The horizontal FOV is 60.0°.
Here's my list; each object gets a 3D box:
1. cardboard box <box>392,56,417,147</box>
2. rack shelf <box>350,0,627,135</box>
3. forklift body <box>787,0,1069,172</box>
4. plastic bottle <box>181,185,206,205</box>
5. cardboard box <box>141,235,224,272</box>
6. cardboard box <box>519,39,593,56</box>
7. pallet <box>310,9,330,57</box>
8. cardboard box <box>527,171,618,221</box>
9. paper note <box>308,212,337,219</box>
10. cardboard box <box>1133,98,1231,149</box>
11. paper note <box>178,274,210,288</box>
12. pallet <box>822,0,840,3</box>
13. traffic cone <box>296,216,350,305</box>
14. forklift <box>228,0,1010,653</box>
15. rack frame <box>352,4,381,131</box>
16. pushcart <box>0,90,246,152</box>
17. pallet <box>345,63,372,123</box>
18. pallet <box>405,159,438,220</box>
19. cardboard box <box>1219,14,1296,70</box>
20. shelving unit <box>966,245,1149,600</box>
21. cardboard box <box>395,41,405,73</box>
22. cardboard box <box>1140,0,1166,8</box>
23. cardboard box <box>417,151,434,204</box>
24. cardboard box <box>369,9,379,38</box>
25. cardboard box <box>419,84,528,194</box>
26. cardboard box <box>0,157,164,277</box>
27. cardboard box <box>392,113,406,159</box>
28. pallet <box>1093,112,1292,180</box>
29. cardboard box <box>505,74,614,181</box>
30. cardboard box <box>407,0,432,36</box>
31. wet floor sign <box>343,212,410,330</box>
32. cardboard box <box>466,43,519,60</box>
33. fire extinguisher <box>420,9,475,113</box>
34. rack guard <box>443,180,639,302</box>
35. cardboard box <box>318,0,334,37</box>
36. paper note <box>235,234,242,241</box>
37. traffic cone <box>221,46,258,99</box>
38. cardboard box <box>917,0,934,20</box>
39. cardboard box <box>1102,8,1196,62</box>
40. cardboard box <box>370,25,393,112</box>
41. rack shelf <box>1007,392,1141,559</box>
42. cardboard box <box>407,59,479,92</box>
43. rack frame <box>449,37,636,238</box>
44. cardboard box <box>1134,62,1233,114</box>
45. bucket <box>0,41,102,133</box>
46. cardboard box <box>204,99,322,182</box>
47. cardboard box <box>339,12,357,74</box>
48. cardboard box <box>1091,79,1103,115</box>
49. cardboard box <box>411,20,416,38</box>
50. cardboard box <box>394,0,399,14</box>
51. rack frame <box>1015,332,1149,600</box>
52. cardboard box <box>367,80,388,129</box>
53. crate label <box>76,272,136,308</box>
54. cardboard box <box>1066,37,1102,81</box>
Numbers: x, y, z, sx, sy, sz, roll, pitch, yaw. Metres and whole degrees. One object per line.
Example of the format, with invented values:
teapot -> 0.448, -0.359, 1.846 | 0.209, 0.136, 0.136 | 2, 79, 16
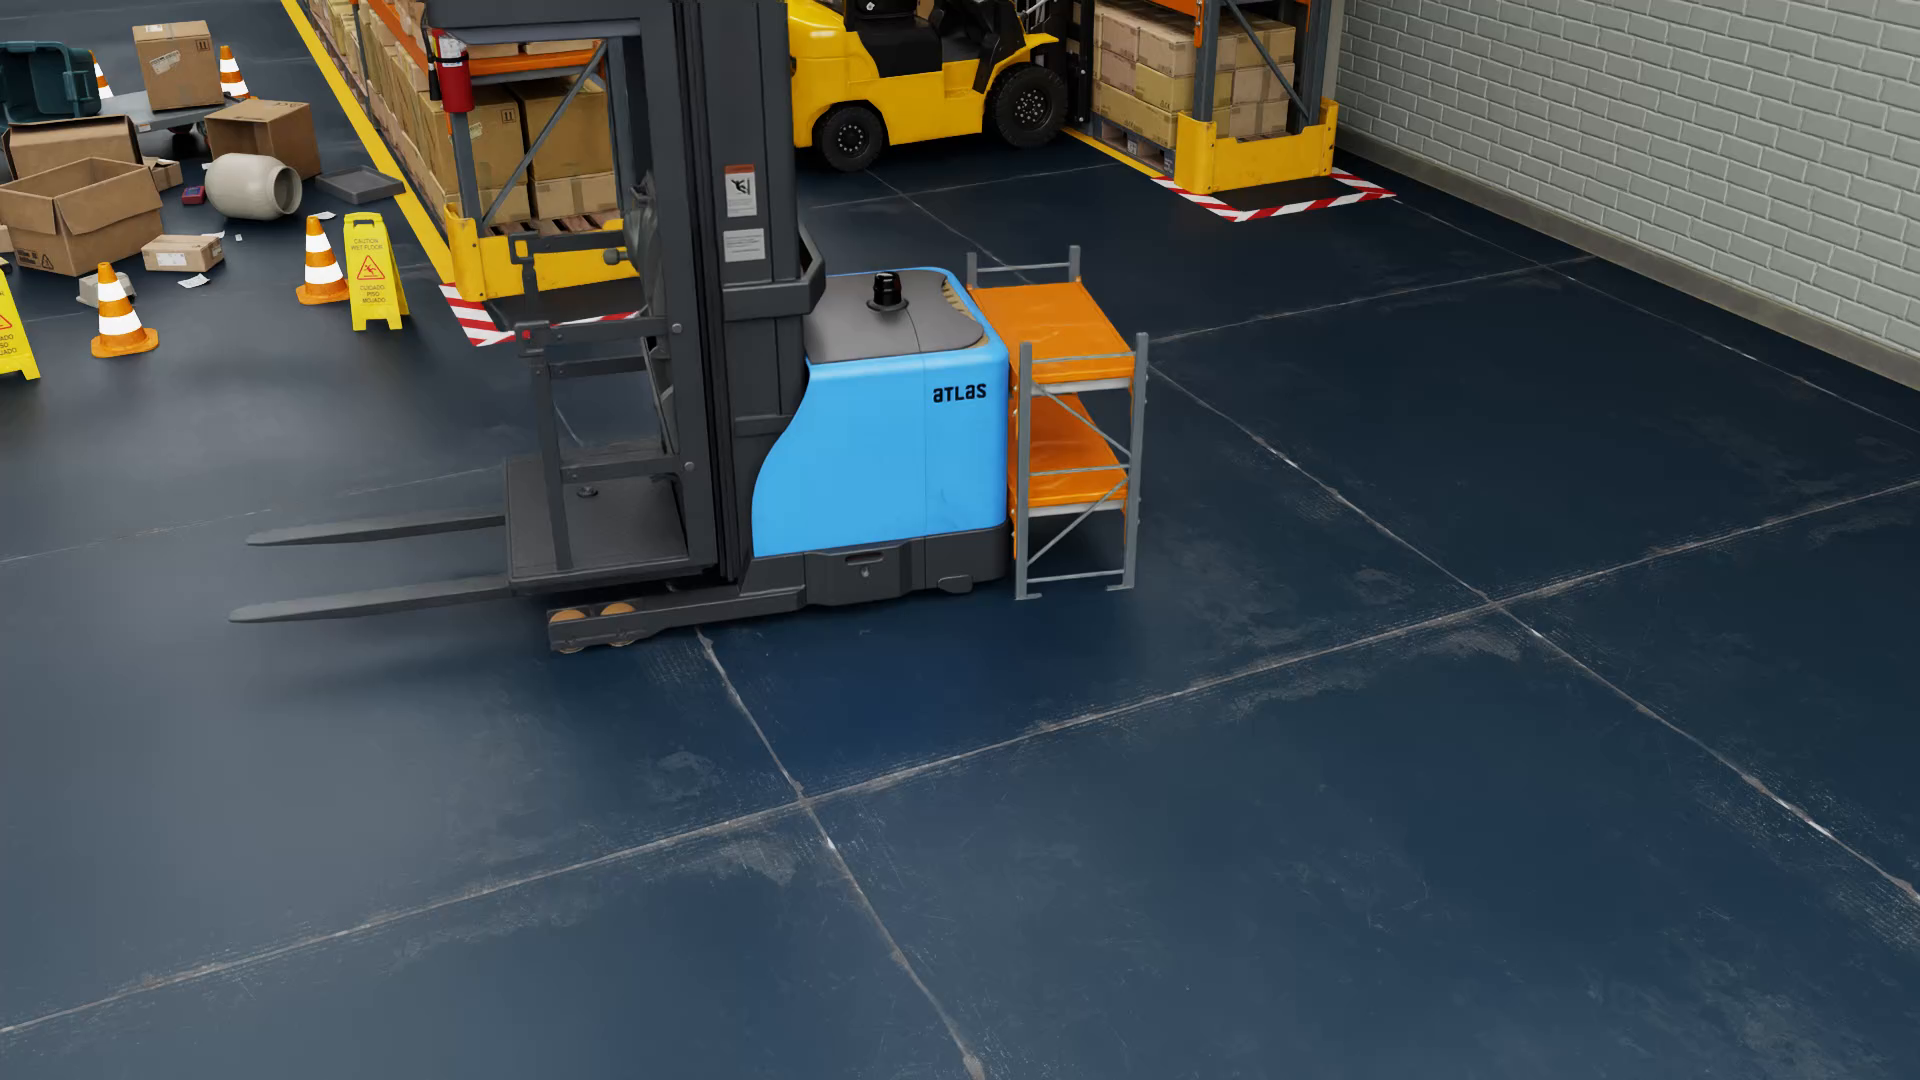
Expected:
cardboard box -> -3.419, -2.919, 11.005 | 0.500, 0.500, 0.500 | -14, 32, -23
rack shelf -> -3.261, -3.425, 11.026 | 1.077, 0.370, 4.000 | -13, 32, -22
forklift body -> -0.382, -3.983, 12.155 | 2.313, 2.155, 1.214 | -13, 32, -22
plastic bottle -> -5.259, -2.377, 11.426 | 0.133, 0.061, 0.283 | -8, 30, -13
cardboard box -> -4.789, -1.766, 10.248 | 0.380, 0.149, 0.250 | 2, 29, 4
cardboard box -> -2.361, -2.939, 9.681 | 0.380, 0.149, 0.250 | -13, 32, -22
pallet -> -5.502, -4.827, 15.643 | 1.003, 0.211, 1.213 | -13, 32, -22
cardboard box -> -2.499, -2.253, 10.584 | 0.500, 0.250, 0.500 | -13, 32, -22
paper note -> -4.247, -2.166, 11.081 | 0.148, 0.019, 0.142 | 26, 38, 38
cardboard box -> 1.592, -3.024, 11.958 | 0.500, 0.250, 0.500 | -13, 32, -22
paper note -> -4.606, -1.560, 10.000 | 0.142, 0.019, 0.148 | 26, 38, 38
pallet -> -1.037, -5.845, 17.457 | 1.003, 0.211, 1.213 | -13, 32, -22
traffic cone -> -3.752, -1.668, 9.751 | 0.336, 0.463, 0.334 | -13, 32, -22
forklift -> -1.370, -1.125, 6.259 | 3.031, 2.935, 1.130 | -7, 30, -13
rack frame -> -4.119, -4.622, 12.426 | 1.000, 3.000, 0.127 | -13, 32, -22
pushcart -> -6.157, -2.978, 12.174 | 0.936, 0.377, 1.648 | 26, 38, 38
pallet -> -4.455, -3.749, 13.721 | 1.003, 0.211, 1.213 | -13, 32, -22
pallet -> -3.271, -2.577, 11.630 | 1.003, 0.211, 1.213 | -13, 32, -22
cardboard box -> 2.044, -3.571, 11.911 | 0.500, 0.250, 0.500 | -14, 32, -23
shelving unit -> 0.374, -0.519, 7.025 | 0.538, 1.125, 1.048 | -6, 30, -10
cardboard box -> -3.416, -3.125, 10.708 | 0.380, 0.149, 0.250 | -12, 31, -20
cardboard box -> 1.621, -4.014, 12.701 | 0.500, 0.250, 0.500 | -13, 32, -22
cardboard box -> -3.207, -2.370, 10.792 | 0.500, 0.250, 0.500 | -13, 32, -22
cardboard box -> -3.888, -3.604, 11.563 | 0.380, 0.149, 0.250 | -12, 31, -20
cardboard box -> -2.982, -2.465, 10.195 | 0.500, 0.500, 0.500 | -13, 32, -22
cardboard box -> -5.443, -2.011, 10.321 | 0.637, 0.503, 0.797 | 13, 32, 21
cardboard box -> -3.640, -2.821, 11.597 | 0.500, 0.250, 0.500 | -14, 32, -23
pallet -> 1.713, -3.012, 12.405 | 1.003, 0.211, 1.213 | -13, 32, -22
cardboard box -> -2.509, -2.591, 10.419 | 0.500, 0.500, 0.500 | -14, 32, -24
cardboard box -> -2.884, -3.210, 9.502 | 0.500, 0.500, 0.500 | -14, 32, -23
wet floor sign -> -3.287, -1.520, 9.300 | 0.267, 0.644, 0.232 | -3, 29, -5
cardboard box -> -2.756, -2.866, 9.551 | 0.380, 0.149, 0.250 | -12, 31, -20
fire extinguisher -> -2.769, -2.674, 9.031 | 0.296, 0.674, 0.183 | -13, 32, -22
rack guard -> -2.435, -1.798, 9.946 | 1.175, 0.500, 0.348 | -13, 32, -22
cardboard box -> -5.279, -4.850, 15.090 | 0.950, 0.372, 0.625 | -14, 32, -23
paper note -> -4.649, -1.949, 10.716 | 0.032, 0.001, 0.123 | -13, 32, -22
traffic cone -> -5.916, -3.769, 13.499 | 0.336, 0.463, 0.334 | -13, 32, -22
cardboard box -> 0.128, -5.041, 15.172 | 0.875, 0.625, 0.625 | -12, 31, -20
cardboard box -> 1.375, -3.681, 12.108 | 0.500, 0.250, 0.500 | -12, 32, -21
cardboard box -> -3.869, -3.382, 11.829 | 0.500, 0.500, 0.500 | -12, 31, -20
rack shelf -> 0.374, -0.305, 7.144 | 0.538, 0.278, 1.000 | -6, 30, -10
cardboard box -> -3.200, -2.896, 10.300 | 0.380, 0.149, 0.250 | -12, 31, -21
rack frame -> -2.402, -2.855, 9.275 | 1.000, 3.000, 0.127 | -13, 32, -22
cardboard box -> 1.588, -3.250, 11.850 | 0.500, 0.250, 0.500 | -14, 32, -23
bucket -> -6.406, -3.197, 11.678 | 0.726, 0.611, 0.620 | -3, 19, -5
cardboard box -> -4.888, -2.774, 11.683 | 0.500, 0.500, 0.500 | 7, 30, 13
cardboard box -> -4.658, -4.207, 13.943 | 0.950, 0.372, 0.625 | -11, 31, -19
cardboard box -> 1.181, -3.469, 12.751 | 0.500, 0.250, 0.500 | -13, 32, -21
cardboard box -> -3.056, -3.072, 9.919 | 0.380, 0.149, 0.250 | -14, 32, -23
cardboard box -> -3.368, -3.416, 10.532 | 0.380, 0.149, 0.250 | -13, 32, -22
rack frame -> 0.473, -0.275, 6.590 | 0.500, 1.125, 0.032 | -6, 30, -10
cardboard box -> -4.110, -3.289, 12.430 | 0.500, 0.250, 0.500 | -15, 32, -24
crate label -> -5.002, -1.477, 9.743 | 0.298, 0.136, 0.250 | 19, 34, 30
cardboard box -> 1.142, -3.698, 12.648 | 0.500, 0.250, 0.500 | -14, 32, -23
